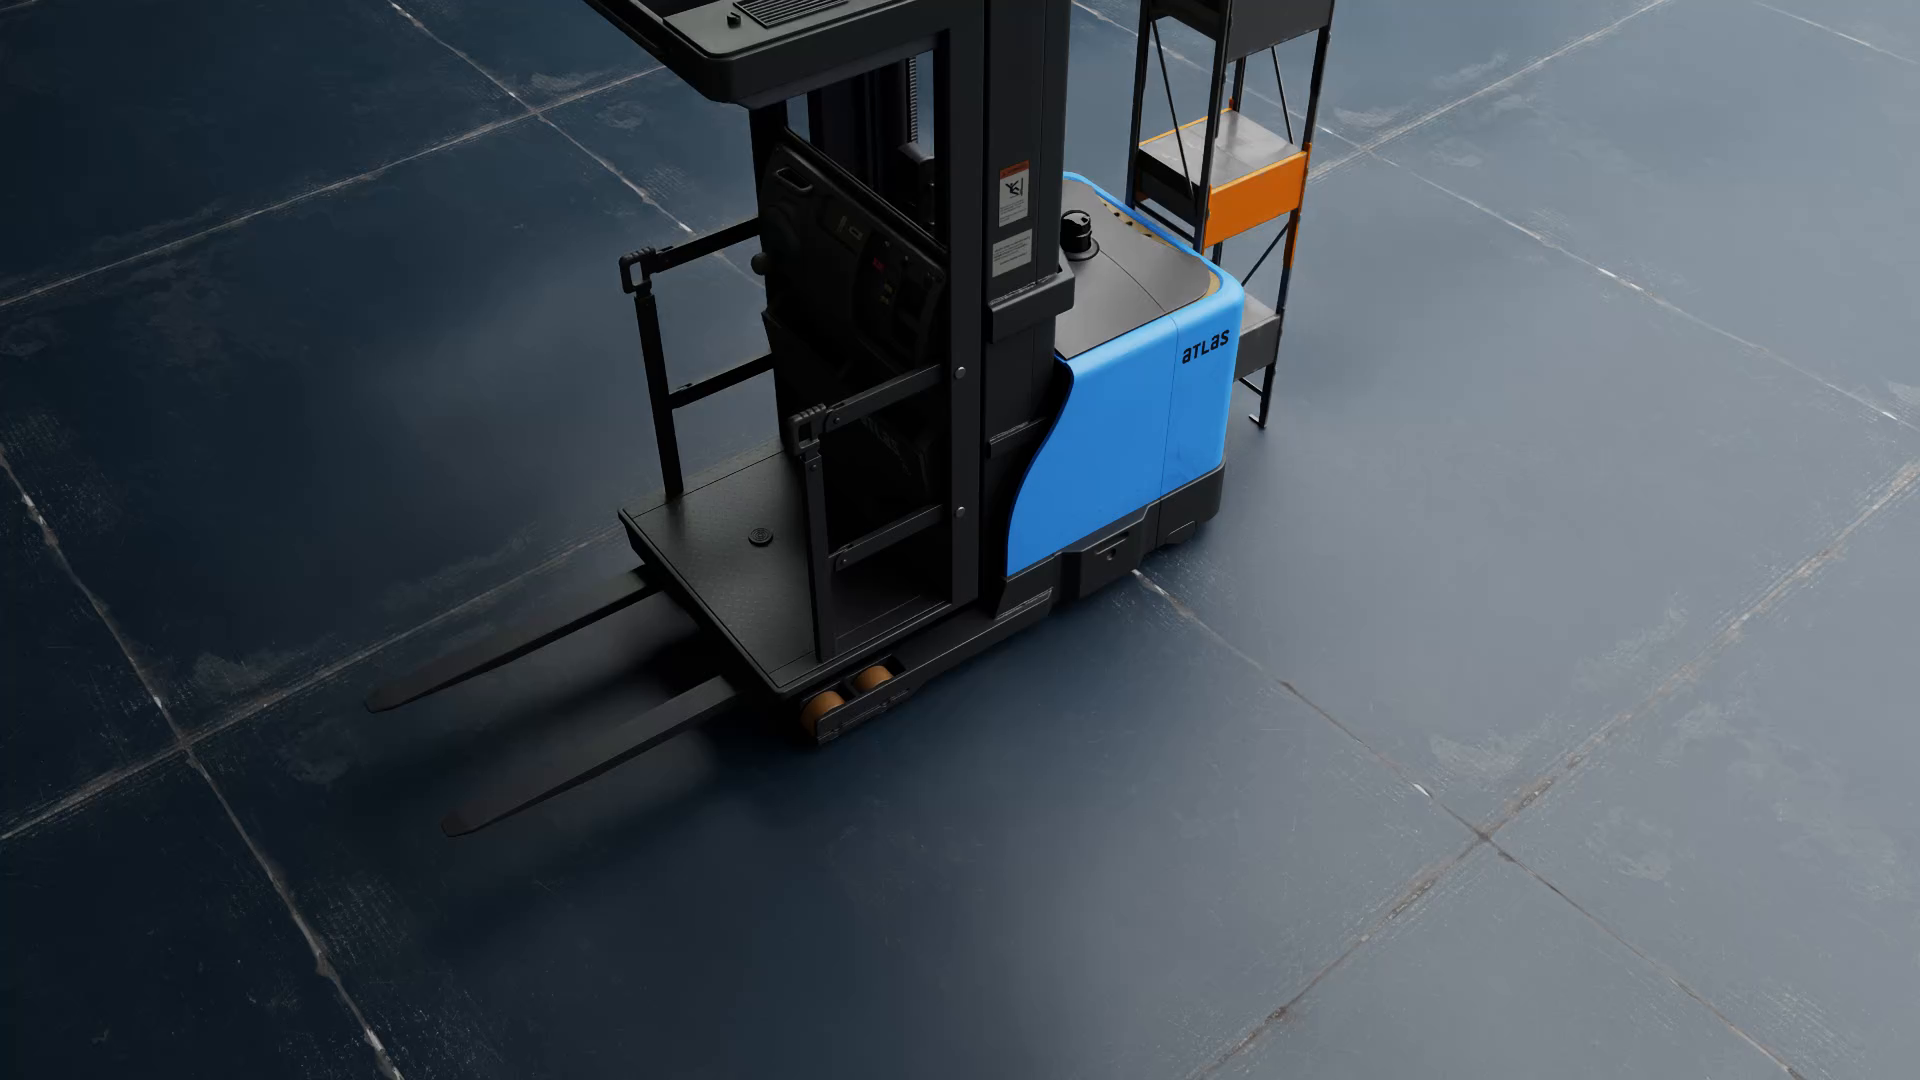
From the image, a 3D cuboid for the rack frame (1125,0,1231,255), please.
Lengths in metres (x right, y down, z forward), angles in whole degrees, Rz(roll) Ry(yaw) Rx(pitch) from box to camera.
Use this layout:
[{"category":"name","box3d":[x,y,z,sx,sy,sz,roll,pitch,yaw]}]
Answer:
[{"category":"rack frame","box3d":[0.724,-1.132,5.921,0.015,2.100,0.400,-27,49,-26]}]

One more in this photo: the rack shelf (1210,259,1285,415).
[{"category":"rack shelf","box3d":[0.921,-0.711,6.515,0.480,0.518,0.431,-27,49,-26]}]

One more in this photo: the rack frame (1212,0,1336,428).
[{"category":"rack frame","box3d":[1.117,-1.330,6.132,0.015,2.100,0.400,-27,49,-26]}]

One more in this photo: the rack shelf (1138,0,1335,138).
[{"category":"rack shelf","box3d":[0.921,-1.731,5.557,0.480,0.518,0.431,-27,49,-26]}]

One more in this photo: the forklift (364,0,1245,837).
[{"category":"forklift","box3d":[-0.509,-0.813,4.975,3.031,2.935,1.130,-27,49,-26]}]

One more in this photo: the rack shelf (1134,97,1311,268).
[{"category":"rack shelf","box3d":[0.921,-1.221,6.036,0.480,0.518,0.431,-27,49,-26]}]

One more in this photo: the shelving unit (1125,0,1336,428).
[{"category":"shelving unit","box3d":[0.921,-1.231,6.027,0.503,2.100,0.431,-27,49,-26]}]
